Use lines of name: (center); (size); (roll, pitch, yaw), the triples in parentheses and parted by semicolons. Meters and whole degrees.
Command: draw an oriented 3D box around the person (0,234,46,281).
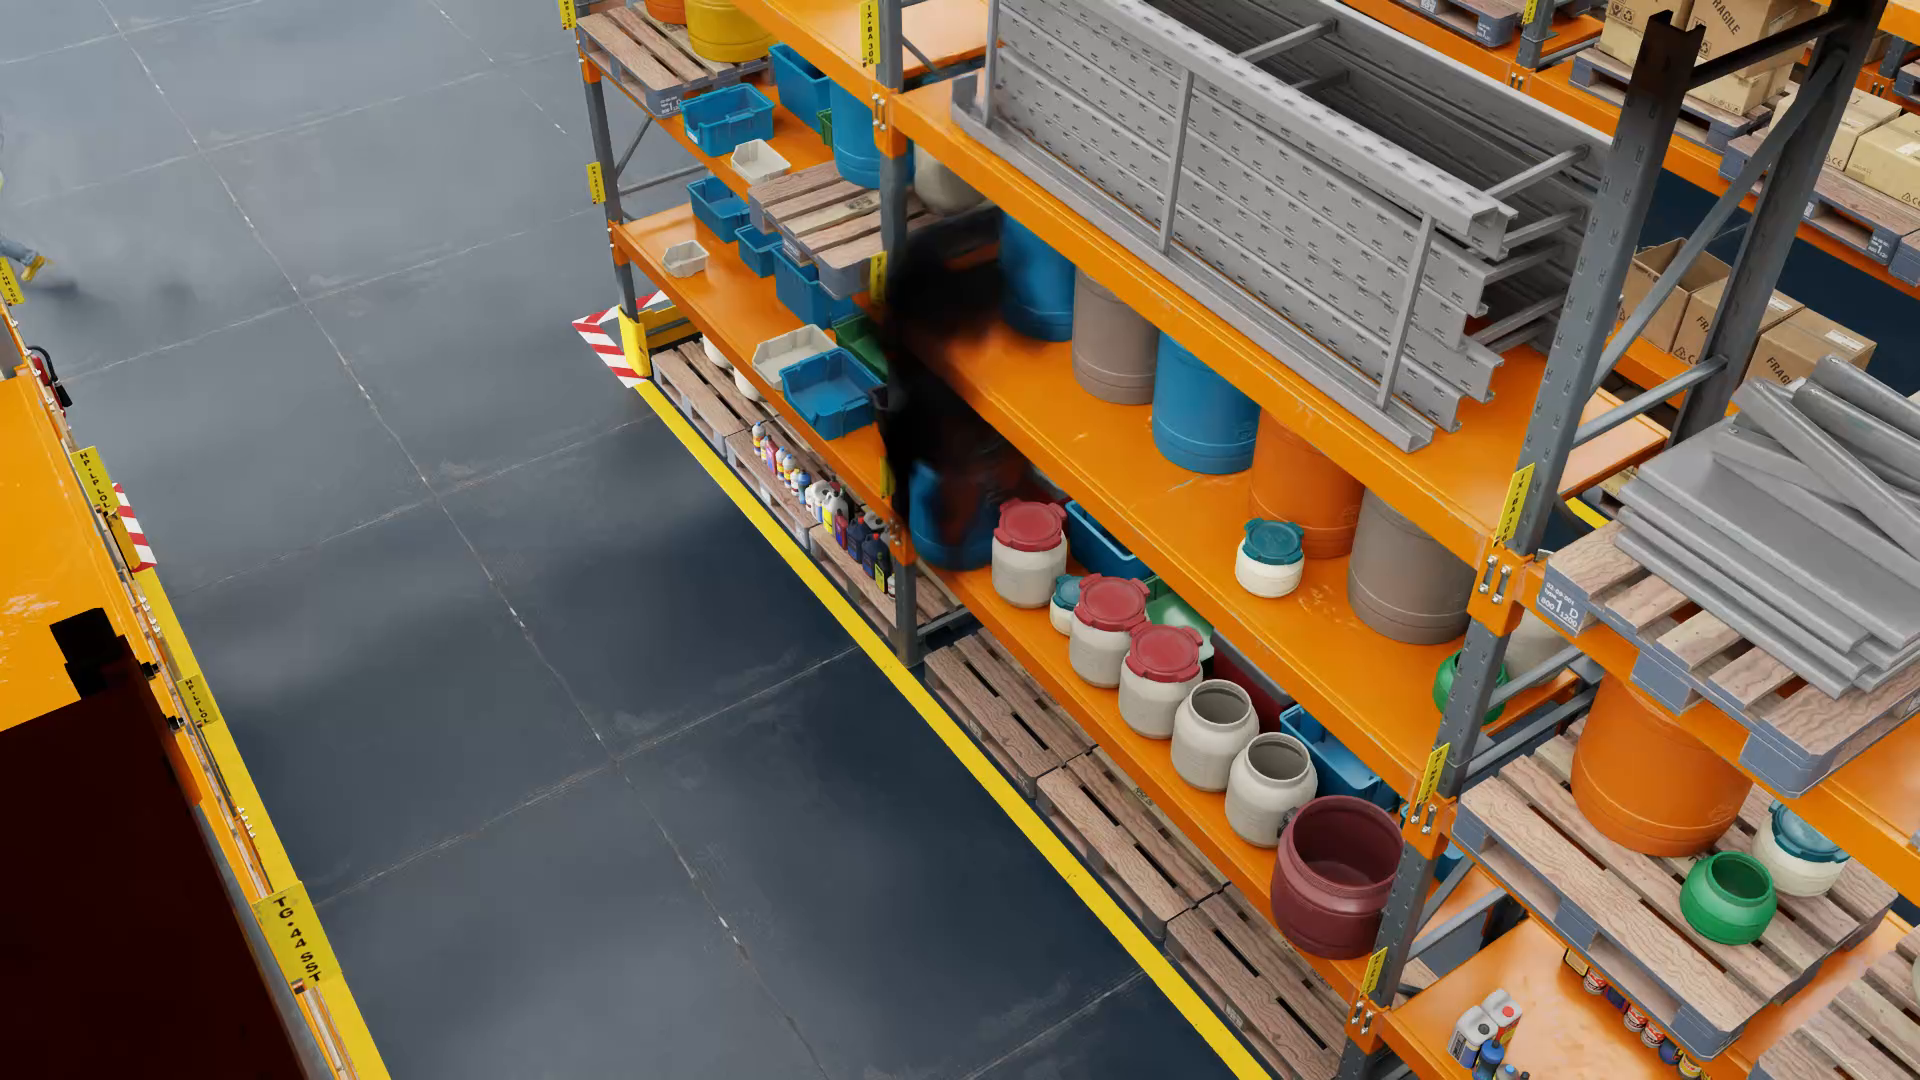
person: (-8.024, -2.790, 13.514); (0.776, 1.805, 0.700); (3, 43, 3)

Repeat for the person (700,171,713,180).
person: (-1.961, -3.041, 13.935); (0.472, 1.556, 0.614); (18, 46, 19)
